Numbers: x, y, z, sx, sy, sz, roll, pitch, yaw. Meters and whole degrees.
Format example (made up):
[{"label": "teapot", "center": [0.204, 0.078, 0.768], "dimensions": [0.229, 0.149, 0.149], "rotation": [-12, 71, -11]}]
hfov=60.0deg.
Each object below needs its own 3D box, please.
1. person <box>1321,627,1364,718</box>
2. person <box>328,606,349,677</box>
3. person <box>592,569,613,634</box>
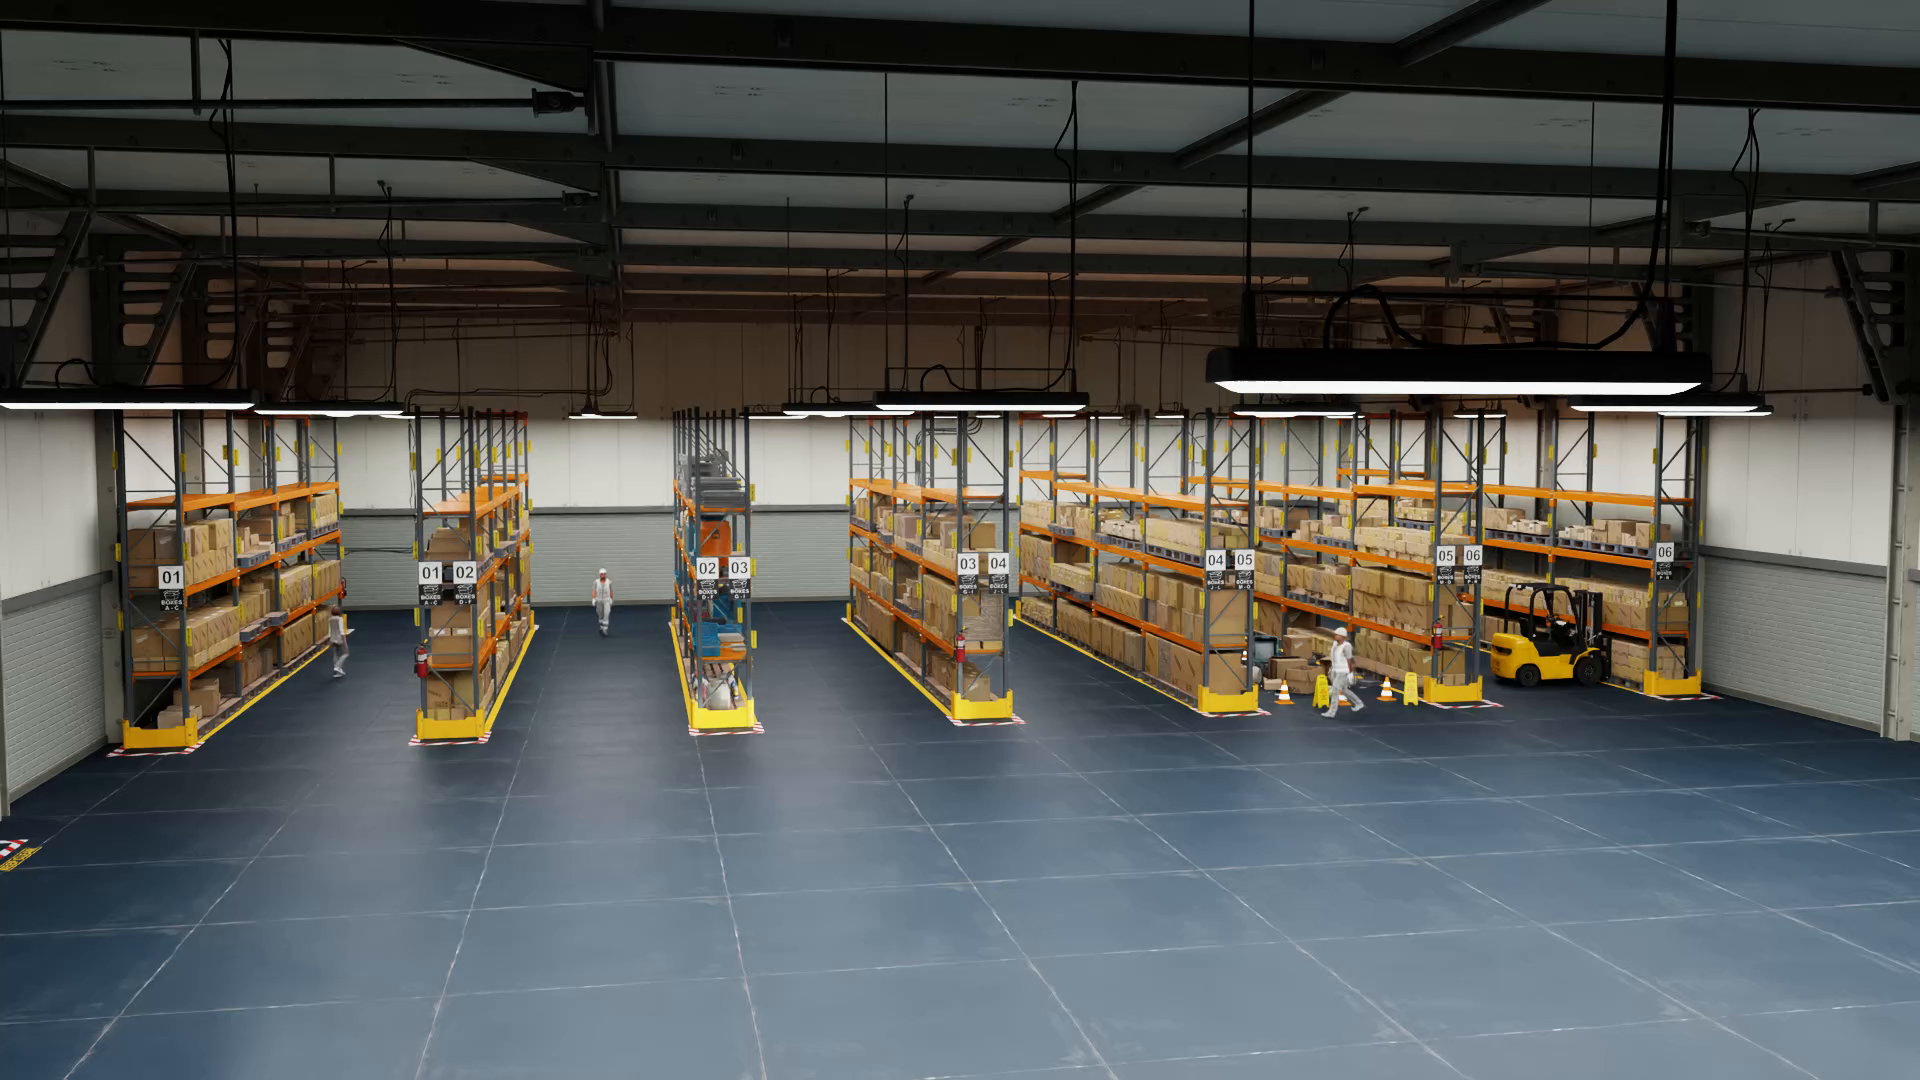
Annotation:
[{"label": "person", "center": [7.423, 2.555, 32.254], "dimensions": [1.017, 1.748, 0.605], "rotation": [-1, 4, -18]}, {"label": "person", "center": [-13.953, 2.281, 37.190], "dimensions": [0.450, 1.592, 0.448], "rotation": [1, 4, 15]}, {"label": "person", "center": [-9.651, 1.642, 44.851], "dimensions": [0.538, 1.716, 1.063], "rotation": [-1, 4, -8]}]
